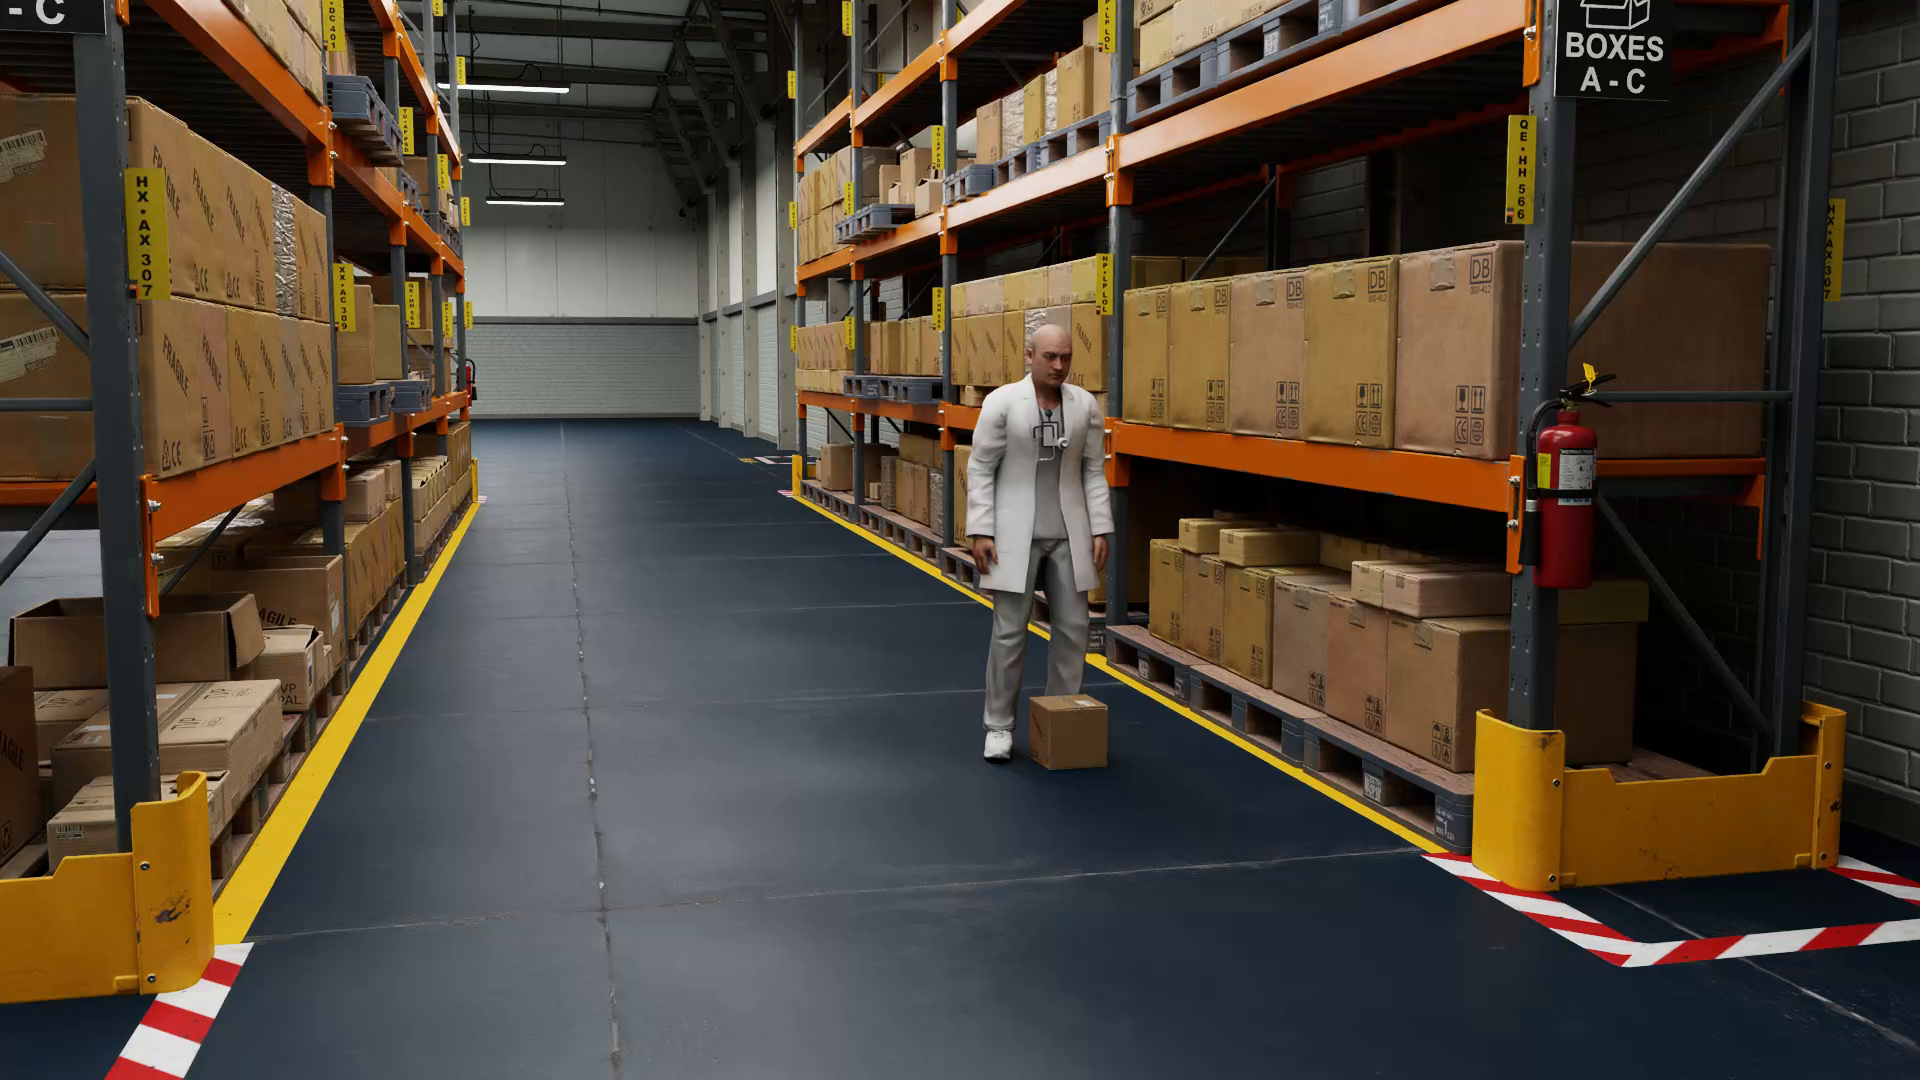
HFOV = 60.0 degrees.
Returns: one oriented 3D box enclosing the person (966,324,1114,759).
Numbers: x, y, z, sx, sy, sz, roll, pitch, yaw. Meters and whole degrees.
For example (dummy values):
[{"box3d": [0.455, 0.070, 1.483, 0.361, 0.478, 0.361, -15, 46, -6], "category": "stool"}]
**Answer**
[{"box3d": [0.336, -0.002, 6.902, 0.640, 1.773, 0.429, -2, 6, -15], "category": "person"}]
